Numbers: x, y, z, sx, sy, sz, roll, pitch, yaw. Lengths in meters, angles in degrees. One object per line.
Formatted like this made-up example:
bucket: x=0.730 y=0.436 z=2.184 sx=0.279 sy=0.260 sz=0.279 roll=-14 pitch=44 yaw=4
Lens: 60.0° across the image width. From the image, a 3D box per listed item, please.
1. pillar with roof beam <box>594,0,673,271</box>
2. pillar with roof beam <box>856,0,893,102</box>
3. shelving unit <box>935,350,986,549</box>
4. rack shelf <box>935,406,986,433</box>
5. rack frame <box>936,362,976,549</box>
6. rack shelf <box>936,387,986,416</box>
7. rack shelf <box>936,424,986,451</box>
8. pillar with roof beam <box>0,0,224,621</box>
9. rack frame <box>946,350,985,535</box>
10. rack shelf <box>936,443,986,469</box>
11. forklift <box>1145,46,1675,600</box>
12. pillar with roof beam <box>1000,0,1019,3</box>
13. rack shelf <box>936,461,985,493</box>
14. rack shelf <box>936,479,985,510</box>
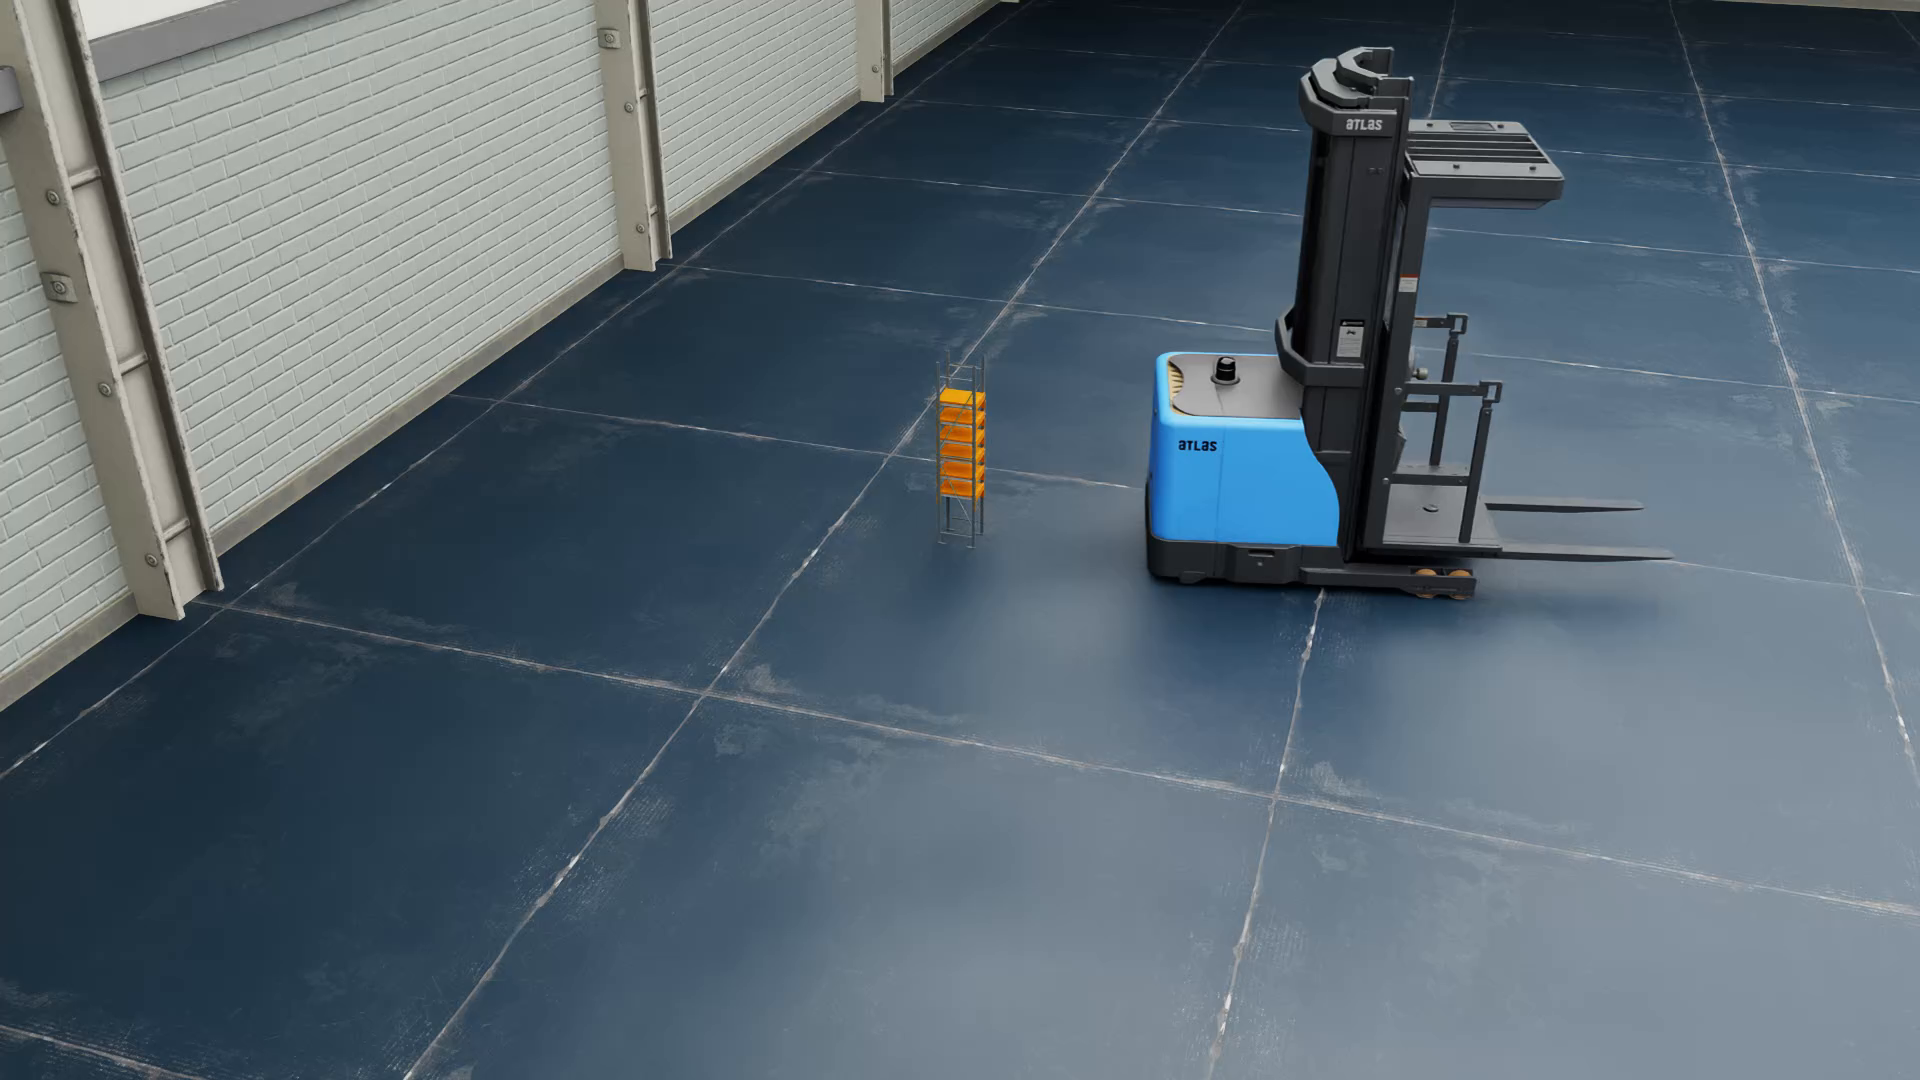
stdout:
pillar with roof beam: x=1.359 y=-5.764 z=11.354 sx=9.100 sy=9.000 sz=0.400 roll=8 pitch=30 yaw=15
pillar with roof beam: x=3.120 y=-8.552 z=16.366 sx=9.100 sy=9.000 sz=0.400 roll=8 pitch=30 yaw=15
shelving unit: x=0.004 y=-0.531 z=9.970 sx=0.258 sy=1.200 sz=0.189 roll=8 pitch=30 yaw=15
rack shelf: x=0.004 y=-0.702 z=9.875 sx=0.258 sy=0.103 sz=0.180 roll=8 pitch=30 yaw=15
rack frame: x=-0.023 y=-0.489 z=9.894 sx=0.240 sy=1.200 sz=0.006 roll=8 pitch=30 yaw=15
rack shelf: x=0.004 y=-0.807 z=9.817 sx=0.258 sy=0.103 sz=0.180 roll=8 pitch=30 yaw=15
rack shelf: x=0.004 y=-0.597 z=9.934 sx=0.258 sy=0.103 sz=0.180 roll=8 pitch=30 yaw=15
pillar with roof beam: x=-0.402 y=-2.975 z=6.342 sx=9.100 sy=9.000 sz=0.400 roll=8 pitch=30 yaw=15
rack frame: x=0.031 y=-0.574 z=10.047 sx=0.240 sy=1.200 sz=0.006 roll=8 pitch=30 yaw=15
rack shelf: x=0.004 y=-0.492 z=9.992 sx=0.258 sy=0.103 sz=0.180 roll=8 pitch=30 yaw=15
forklift: x=2.651 y=-1.206 z=9.403 sx=3.031 sy=2.935 sz=1.130 roll=2 pitch=29 yaw=4
pillar with roof beam: x=4.881 y=-11.340 z=21.379 sx=9.100 sy=9.000 sz=0.400 roll=8 pitch=30 yaw=15
rack shelf: x=0.004 y=-0.387 z=10.050 sx=0.258 sy=0.103 sz=0.180 roll=8 pitch=30 yaw=15
rack shelf: x=0.004 y=-0.282 z=10.109 sx=0.258 sy=0.103 sz=0.180 roll=8 pitch=30 yaw=15
